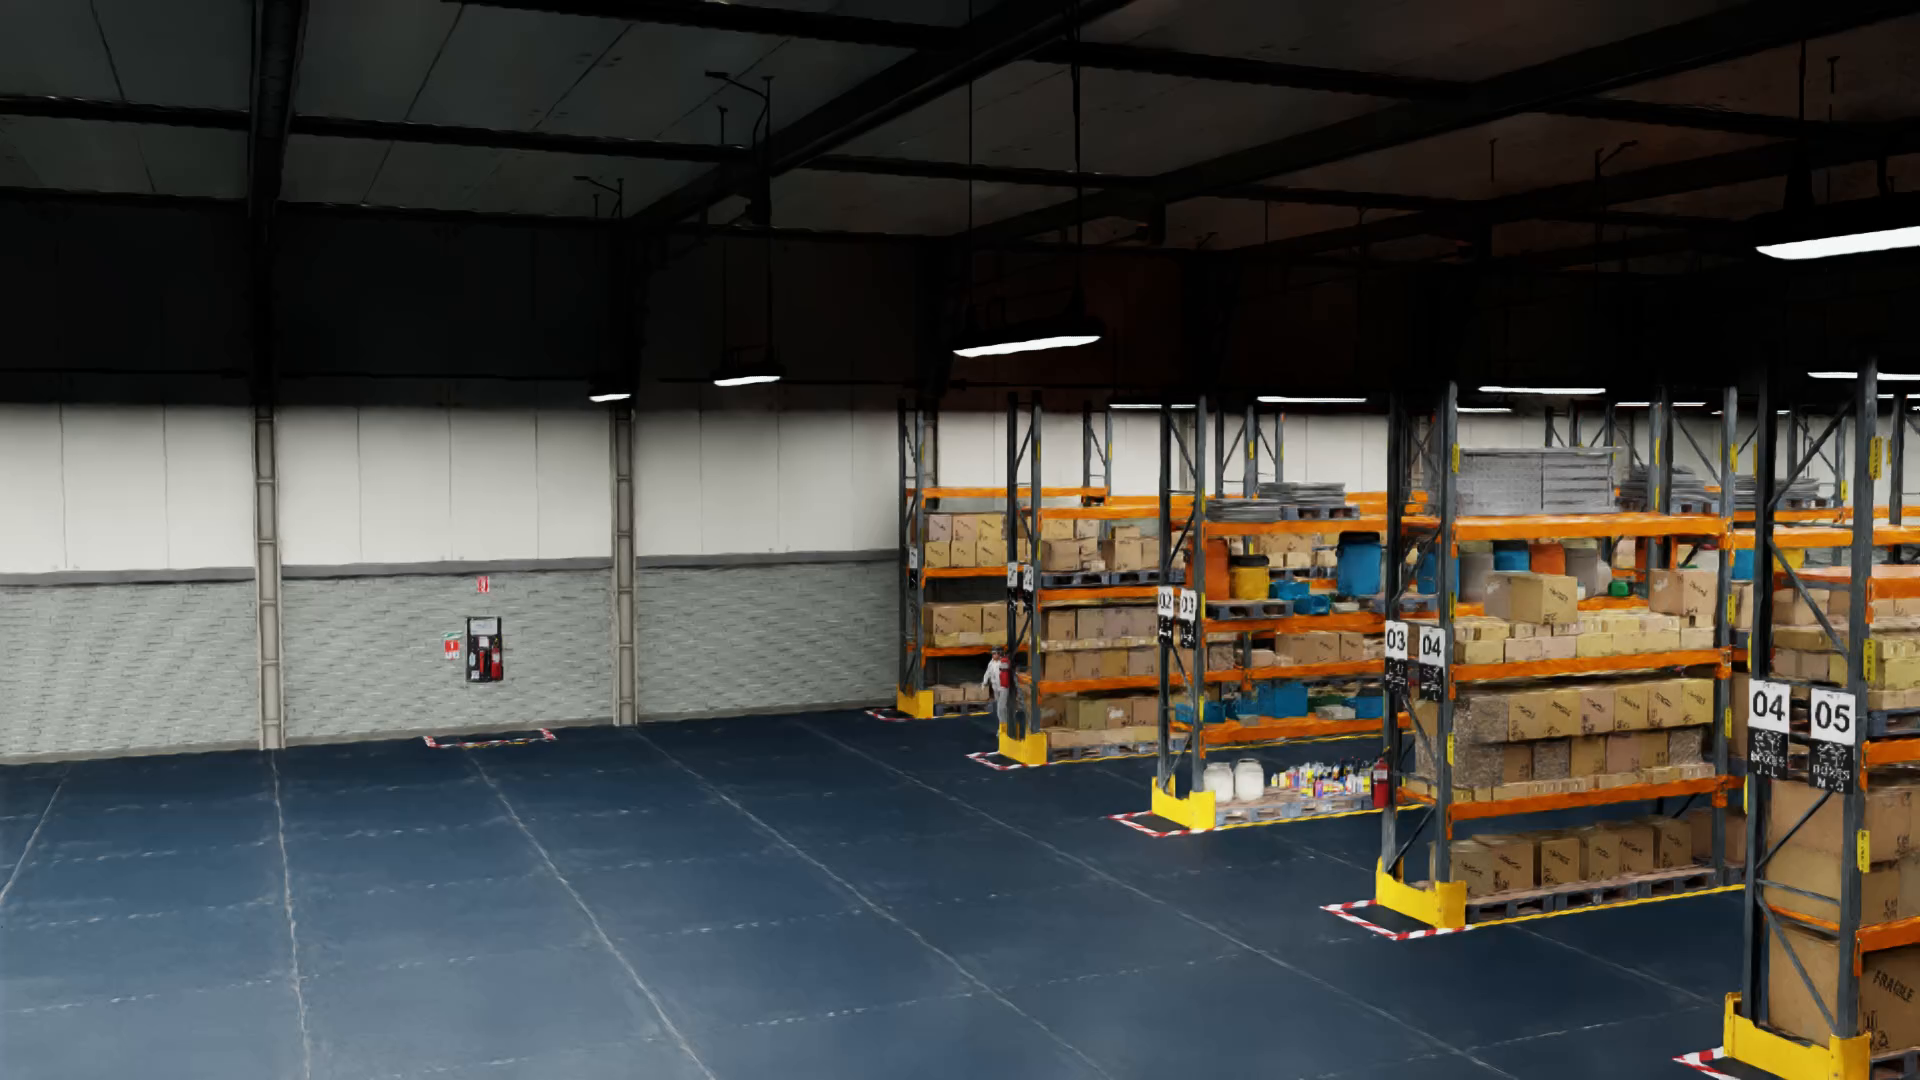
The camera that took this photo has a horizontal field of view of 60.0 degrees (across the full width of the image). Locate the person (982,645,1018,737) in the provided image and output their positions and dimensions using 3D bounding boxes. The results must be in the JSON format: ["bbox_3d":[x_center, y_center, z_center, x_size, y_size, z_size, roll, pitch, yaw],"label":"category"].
[{"bbox_3d":[0.739,2.636,29.303,0.770,1.617,0.640,-3,5,-43],"label":"person"}]
